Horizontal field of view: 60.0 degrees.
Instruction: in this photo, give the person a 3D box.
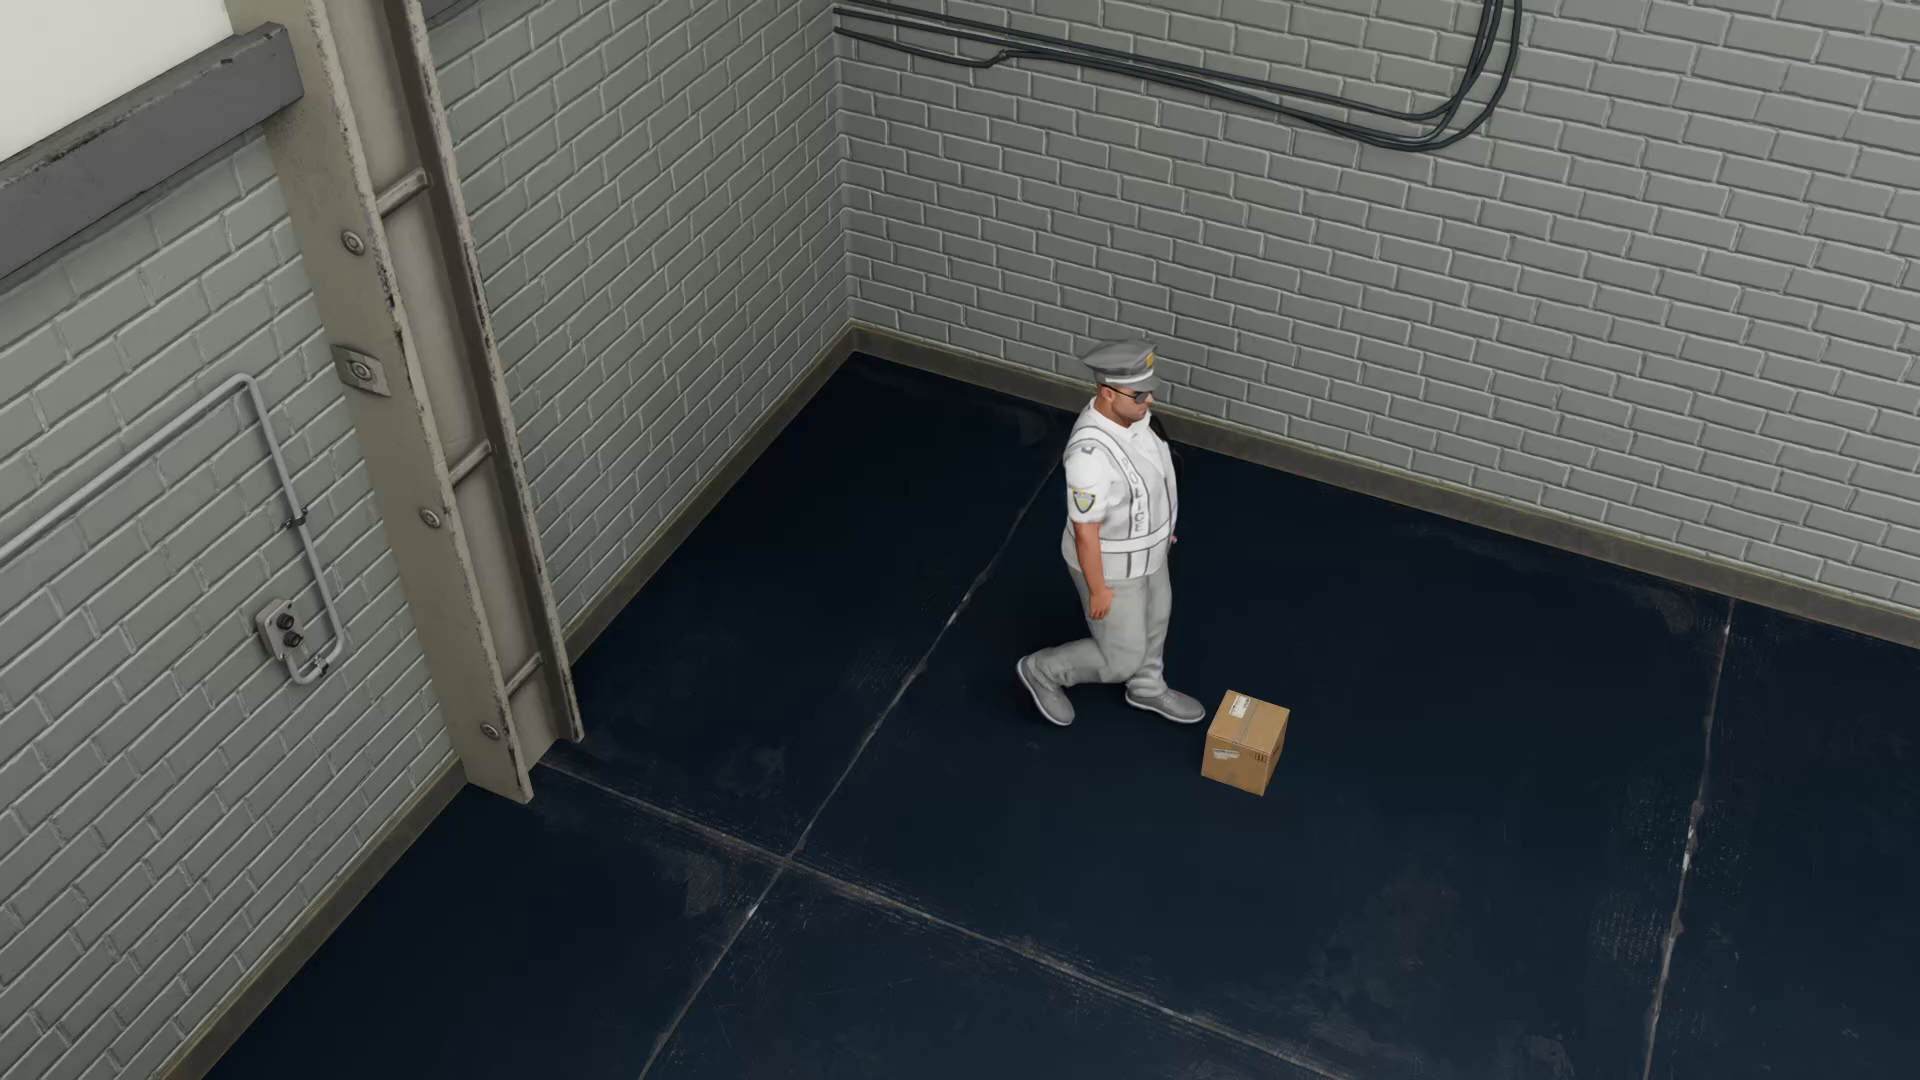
[{"bbox_3d":[0.602,0.035,6.098,0.718,1.749,0.559,17,44,18],"label":"person"}]
